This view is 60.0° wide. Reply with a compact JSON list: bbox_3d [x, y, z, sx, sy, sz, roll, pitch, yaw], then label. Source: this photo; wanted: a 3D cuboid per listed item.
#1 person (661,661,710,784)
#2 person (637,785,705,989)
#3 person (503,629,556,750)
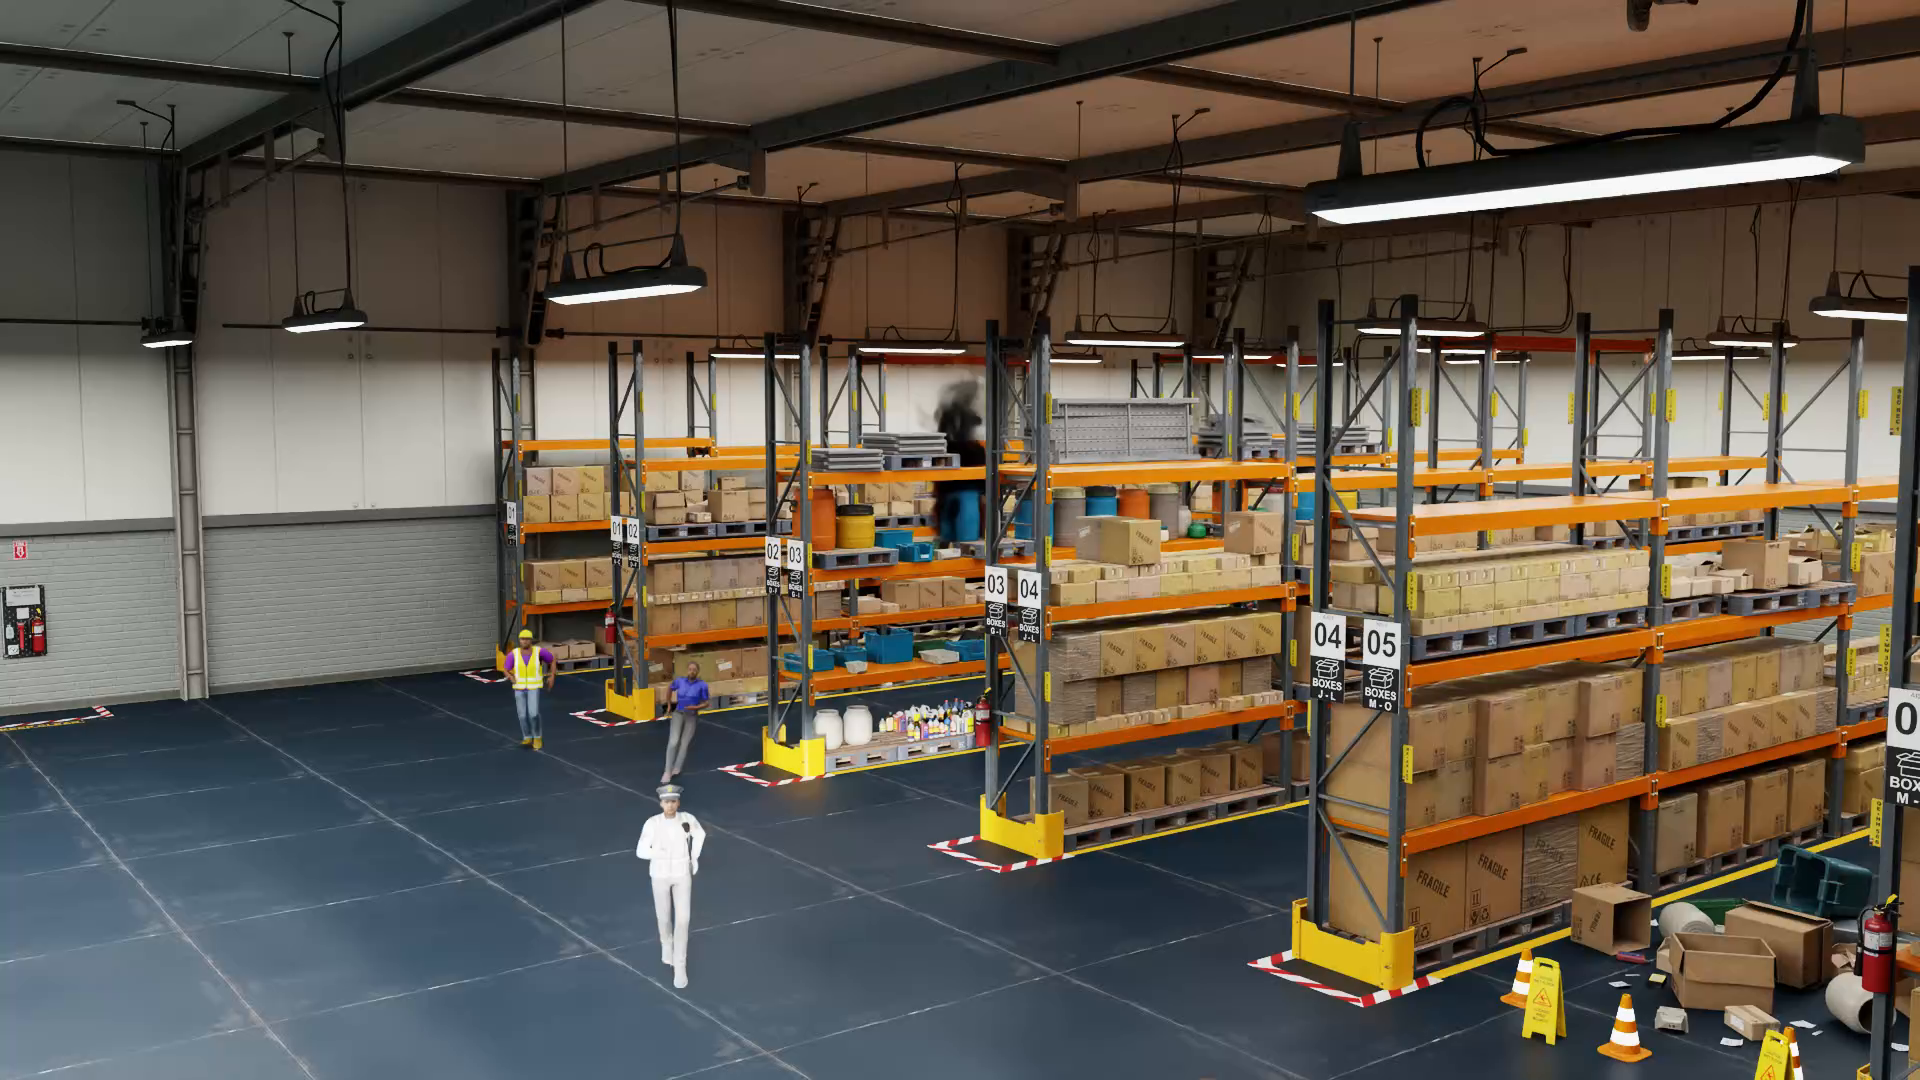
[{"bbox_3d":[-3.676,2.427,22.282,0.649,1.647,0.638,0,5,-5],"label":"person"},{"bbox_3d":[-2.557,3.010,14.752,0.600,1.730,0.785,-1,5,-10],"label":"person"},{"bbox_3d":[-6.251,2.186,24.112,0.730,1.793,0.696,-1,5,-6],"label":"person"}]
